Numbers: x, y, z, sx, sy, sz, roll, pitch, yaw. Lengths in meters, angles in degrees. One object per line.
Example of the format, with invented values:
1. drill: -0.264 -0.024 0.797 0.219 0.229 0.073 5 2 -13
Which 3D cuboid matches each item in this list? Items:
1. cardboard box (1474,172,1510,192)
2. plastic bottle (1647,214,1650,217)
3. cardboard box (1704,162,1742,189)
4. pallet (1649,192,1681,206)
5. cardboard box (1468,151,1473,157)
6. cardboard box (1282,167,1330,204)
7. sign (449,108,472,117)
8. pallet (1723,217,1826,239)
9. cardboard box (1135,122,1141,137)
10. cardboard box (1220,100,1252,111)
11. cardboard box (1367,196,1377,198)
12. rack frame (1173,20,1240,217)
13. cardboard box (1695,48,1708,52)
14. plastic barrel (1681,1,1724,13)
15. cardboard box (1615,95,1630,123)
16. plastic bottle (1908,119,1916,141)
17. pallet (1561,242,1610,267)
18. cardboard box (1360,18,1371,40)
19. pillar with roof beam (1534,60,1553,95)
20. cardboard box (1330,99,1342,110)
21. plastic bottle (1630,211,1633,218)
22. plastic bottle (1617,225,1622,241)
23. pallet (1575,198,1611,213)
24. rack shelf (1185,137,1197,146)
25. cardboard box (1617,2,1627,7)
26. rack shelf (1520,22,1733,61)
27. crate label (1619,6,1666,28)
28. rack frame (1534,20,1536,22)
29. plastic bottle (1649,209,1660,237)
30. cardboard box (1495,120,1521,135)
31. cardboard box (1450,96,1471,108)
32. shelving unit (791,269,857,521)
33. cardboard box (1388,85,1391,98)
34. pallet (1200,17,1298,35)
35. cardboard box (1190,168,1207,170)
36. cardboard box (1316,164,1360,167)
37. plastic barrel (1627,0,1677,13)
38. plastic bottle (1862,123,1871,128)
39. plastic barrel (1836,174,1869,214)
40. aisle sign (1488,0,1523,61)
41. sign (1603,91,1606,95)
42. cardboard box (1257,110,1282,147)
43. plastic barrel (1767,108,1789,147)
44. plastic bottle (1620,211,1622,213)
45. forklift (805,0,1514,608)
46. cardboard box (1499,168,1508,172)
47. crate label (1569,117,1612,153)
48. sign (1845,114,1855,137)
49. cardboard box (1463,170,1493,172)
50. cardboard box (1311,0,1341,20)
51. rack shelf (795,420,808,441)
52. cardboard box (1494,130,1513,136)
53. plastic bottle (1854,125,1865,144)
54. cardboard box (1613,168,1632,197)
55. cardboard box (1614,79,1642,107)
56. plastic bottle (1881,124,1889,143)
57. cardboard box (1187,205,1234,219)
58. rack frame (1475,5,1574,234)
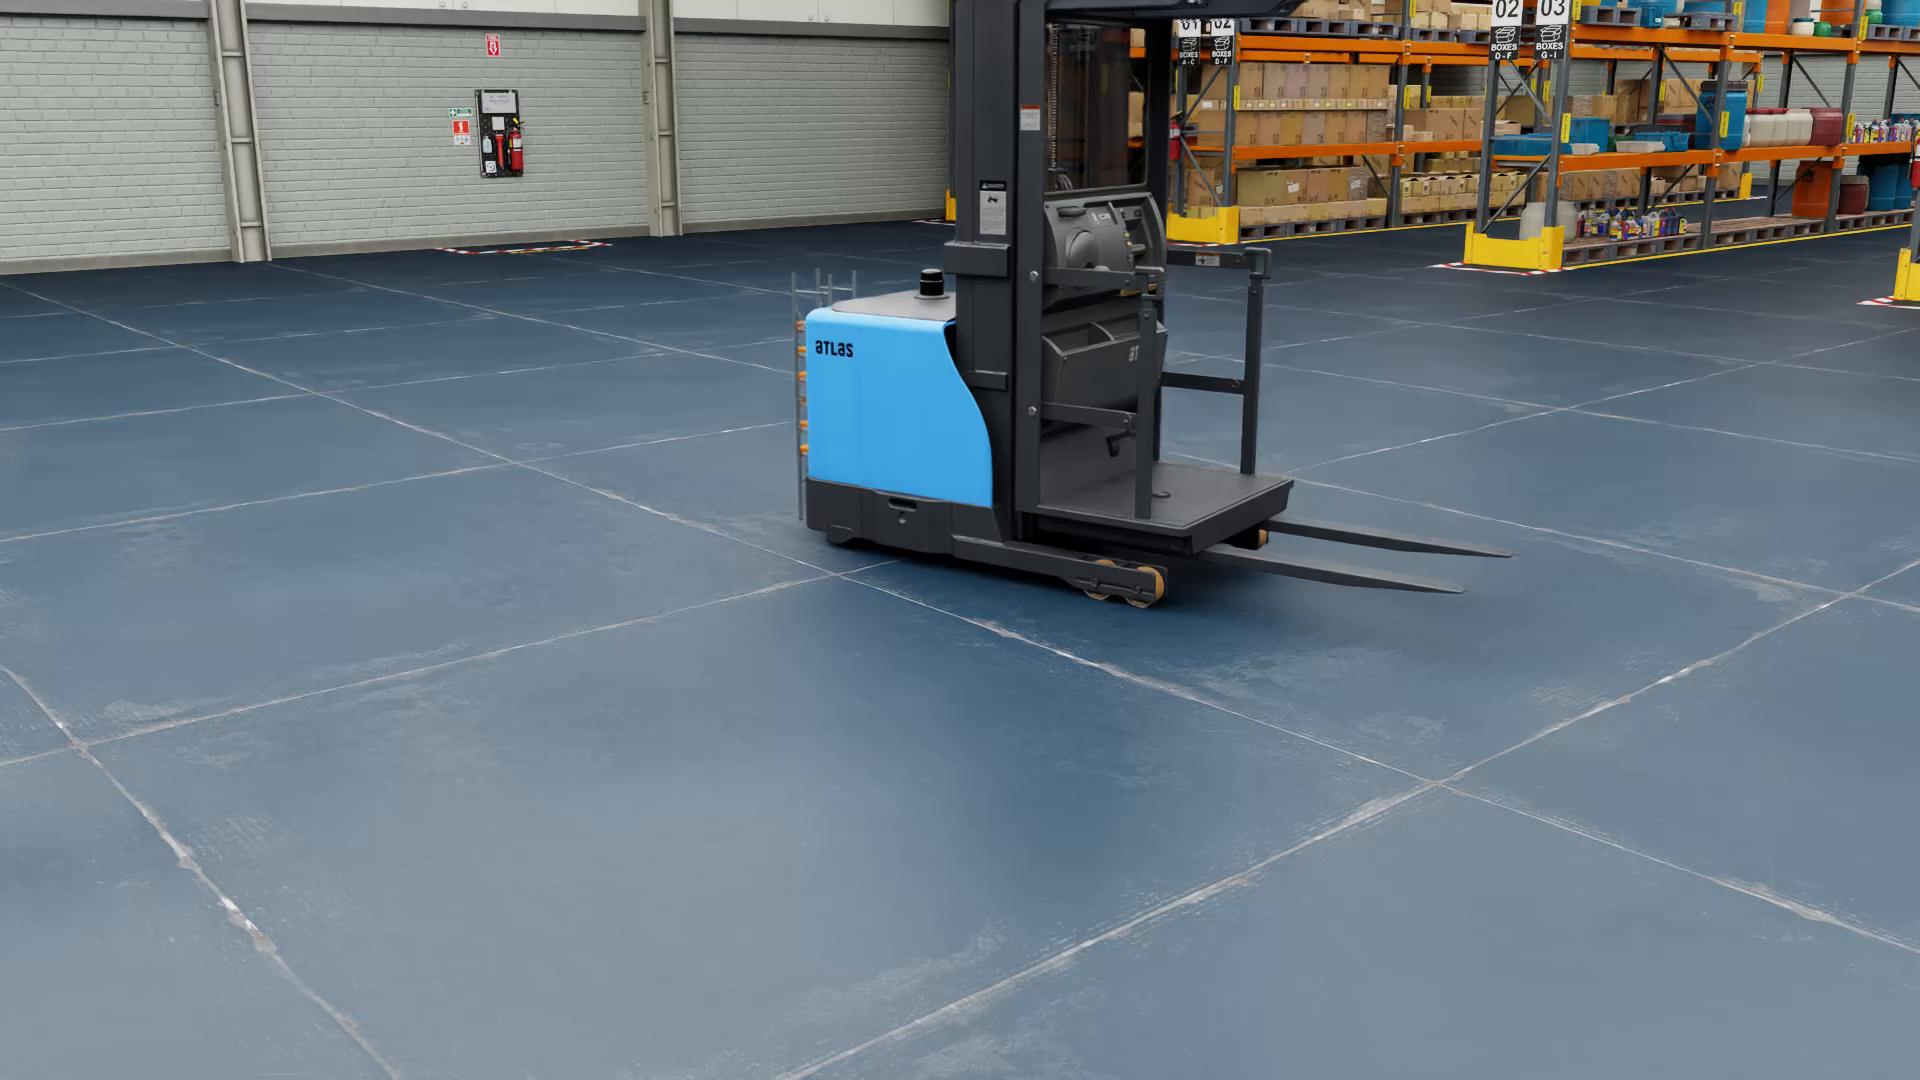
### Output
1. cardboard box: 8.866 -6.016 27.887 0.500 0.311 0.500 -13 20 -40
2. plastic bottle: 9.161 -4.177 22.001 0.135 0.276 0.152 -13 19 -39
3. cardboard box: 15.274 -7.316 33.319 0.500 0.500 0.500 -13 19 -39
4. pallet: 13.024 -6.543 31.836 1.213 0.211 1.003 -13 19 -39
5. cardboard box: 11.006 -8.474 36.437 0.250 0.149 0.380 -12 19 -39
6. cardboard box: 5.136 -5.279 24.762 0.500 0.500 0.500 -13 19 -39
7. sign: -6.733 -5.763 22.416 0.331 0.109 0.001 -13 19 -39
8. pallet: 12.126 -4.660 24.789 1.213 0.211 1.003 -13 19 -39
9. cardboard box: 3.057 -7.180 29.071 0.500 0.250 0.500 -13 19 -39
10. cardboard box: 3.890 -6.127 23.426 0.250 0.149 0.380 -13 20 -40
11. cardboard box: 6.592 -5.420 26.742 0.500 0.250 0.500 -13 20 -40
12. rack frame: 3.452 -5.741 23.431 0.127 3.000 1.000 -13 19 -39
13. cardboard box: 13.792 -9.353 31.432 0.500 0.250 0.500 -13 19 -39
14. plastic barrel: 9.960 -7.274 22.384 0.708 0.901 0.600 -13 19 -39
15. cardboard box: 12.001 -7.988 30.837 0.700 0.500 0.500 8 17 28
16. plastic bottle: 15.136 -6.534 26.496 0.185 0.351 0.144 -13 19 -39
17. pallet: 7.344 -3.588 20.772 1.213 0.211 1.003 -13 19 -39
18. cardboard box: 7.717 -10.141 33.043 0.500 0.500 0.700 -13 20 -39
19. pillar with roof beam: 16.563 -12.101 35.617 0.400 9.000 9.100 -13 19 -39
20. cardboard box: 5.447 -6.478 24.738 0.250 0.149 0.380 -12 19 -38
21. plastic bottle: 9.035 -4.305 22.464 0.133 0.283 0.061 -13 19 -39
22. plastic bottle: 8.352 -3.901 21.111 0.097 0.201 0.097 0 15 0
23. pallet: 10.995 -6.074 30.080 1.213 0.211 1.003 -13 19 -39
24. rack shelf: 4.724 -7.374 30.937 4.000 0.370 1.077 -13 19 -39
25. cardboard box: 11.587 -9.334 29.868 0.600 0.600 0.600 -13 20 -40
26. rack shelf: 8.210 -6.217 20.792 4.000 0.370 1.077 -13 19 -39
27. crate label: 8.330 -6.406 20.397 0.408 0.251 0.502 -13 19 -39
28. rack frame: 9.487 -9.995 27.730 0.127 3.000 1.000 -13 19 -39
29. plastic bottle: 9.034 -4.134 21.695 0.185 0.351 0.144 -13 20 -40
30. cardboard box: 9.184 -7.000 28.317 0.500 0.311 0.500 -11 19 -36
31. cardboard box: 10.225 -9.094 35.401 0.700 0.700 0.980 -13 20 -41
32. shelving unit: -0.638 -0.684 7.980 0.258 1.200 0.189 10 18 33
33. cardboard box: 8.289 -9.002 33.375 0.500 0.250 0.500 -12 19 -38
34. pallet: 4.003 -7.262 23.485 1.213 0.211 1.003 -13 19 -39
35. cardboard box: 4.117 -6.613 30.685 0.500 0.500 0.700 -13 20 -40
36. cardboard box: 5.915 -5.638 26.105 0.500 0.500 0.500 -13 19 -39
37. plastic barrel: 8.898 -7.200 21.296 0.708 0.901 0.600 -13 19 -39
38. plastic bottle: 14.556 -6.558 26.731 0.135 0.276 0.152 -13 19 -39
39. plastic barrel: 13.946 -5.447 26.188 0.708 0.588 0.600 -13 19 -39
40. aisle sign: 6.452 -6.078 19.654 0.004 0.787 0.394 -13 19 -39
41. sign: 12.143 -8.297 31.320 0.005 0.325 0.100 -13 19 -39
42. cardboard box: 4.206 -5.956 24.041 0.500 0.500 0.700 -12 19 -38
43. plastic barrel: 11.464 -5.836 23.524 0.433 0.535 0.433 0 15 0
44. plastic bottle: 8.965 -4.322 22.542 0.135 0.276 0.152 -12 19 -37
45. forklift: 0.793 -1.298 6.929 3.031 2.935 1.130 10 18 33
46. cardboard box: 11.805 -8.272 36.937 0.500 0.500 0.700 -13 19 -39
47. crate label: 7.912 -5.158 21.178 0.616 0.435 0.502 -13 19 -39
48. sign: 13.103 -6.104 24.474 0.005 0.325 0.100 -13 19 -39
49. cardboard box: 8.900 -6.210 28.614 0.500 0.311 0.500 -12 19 -38
50. cardboard box: 5.145 -7.934 24.542 0.637 0.503 0.797 -10 18 -33
51. rack shelf: -0.637 -0.525 8.022 0.258 0.103 0.180 10 18 33
52. cardboard box: 8.990 -6.769 27.765 0.250 0.149 0.380 -13 19 -39
53. plastic bottle: 13.624 -6.160 25.240 0.135 0.276 0.152 -13 19 -39
54. cardboard box: 11.942 -6.557 30.478 0.500 0.500 0.500 -13 19 -39
55. cardboard box: 12.716 -8.441 31.409 0.500 0.500 0.500 -13 19 -39
56. plastic bottle: 14.321 -6.317 25.826 0.135 0.276 0.152 -13 19 -39
57. cardboard box: 3.663 -4.764 24.287 0.500 0.250 0.500 -13 19 -39
58. rack frame: 6.701 -4.776 19.818 0.127 3.000 1.000 -13 19 -39
